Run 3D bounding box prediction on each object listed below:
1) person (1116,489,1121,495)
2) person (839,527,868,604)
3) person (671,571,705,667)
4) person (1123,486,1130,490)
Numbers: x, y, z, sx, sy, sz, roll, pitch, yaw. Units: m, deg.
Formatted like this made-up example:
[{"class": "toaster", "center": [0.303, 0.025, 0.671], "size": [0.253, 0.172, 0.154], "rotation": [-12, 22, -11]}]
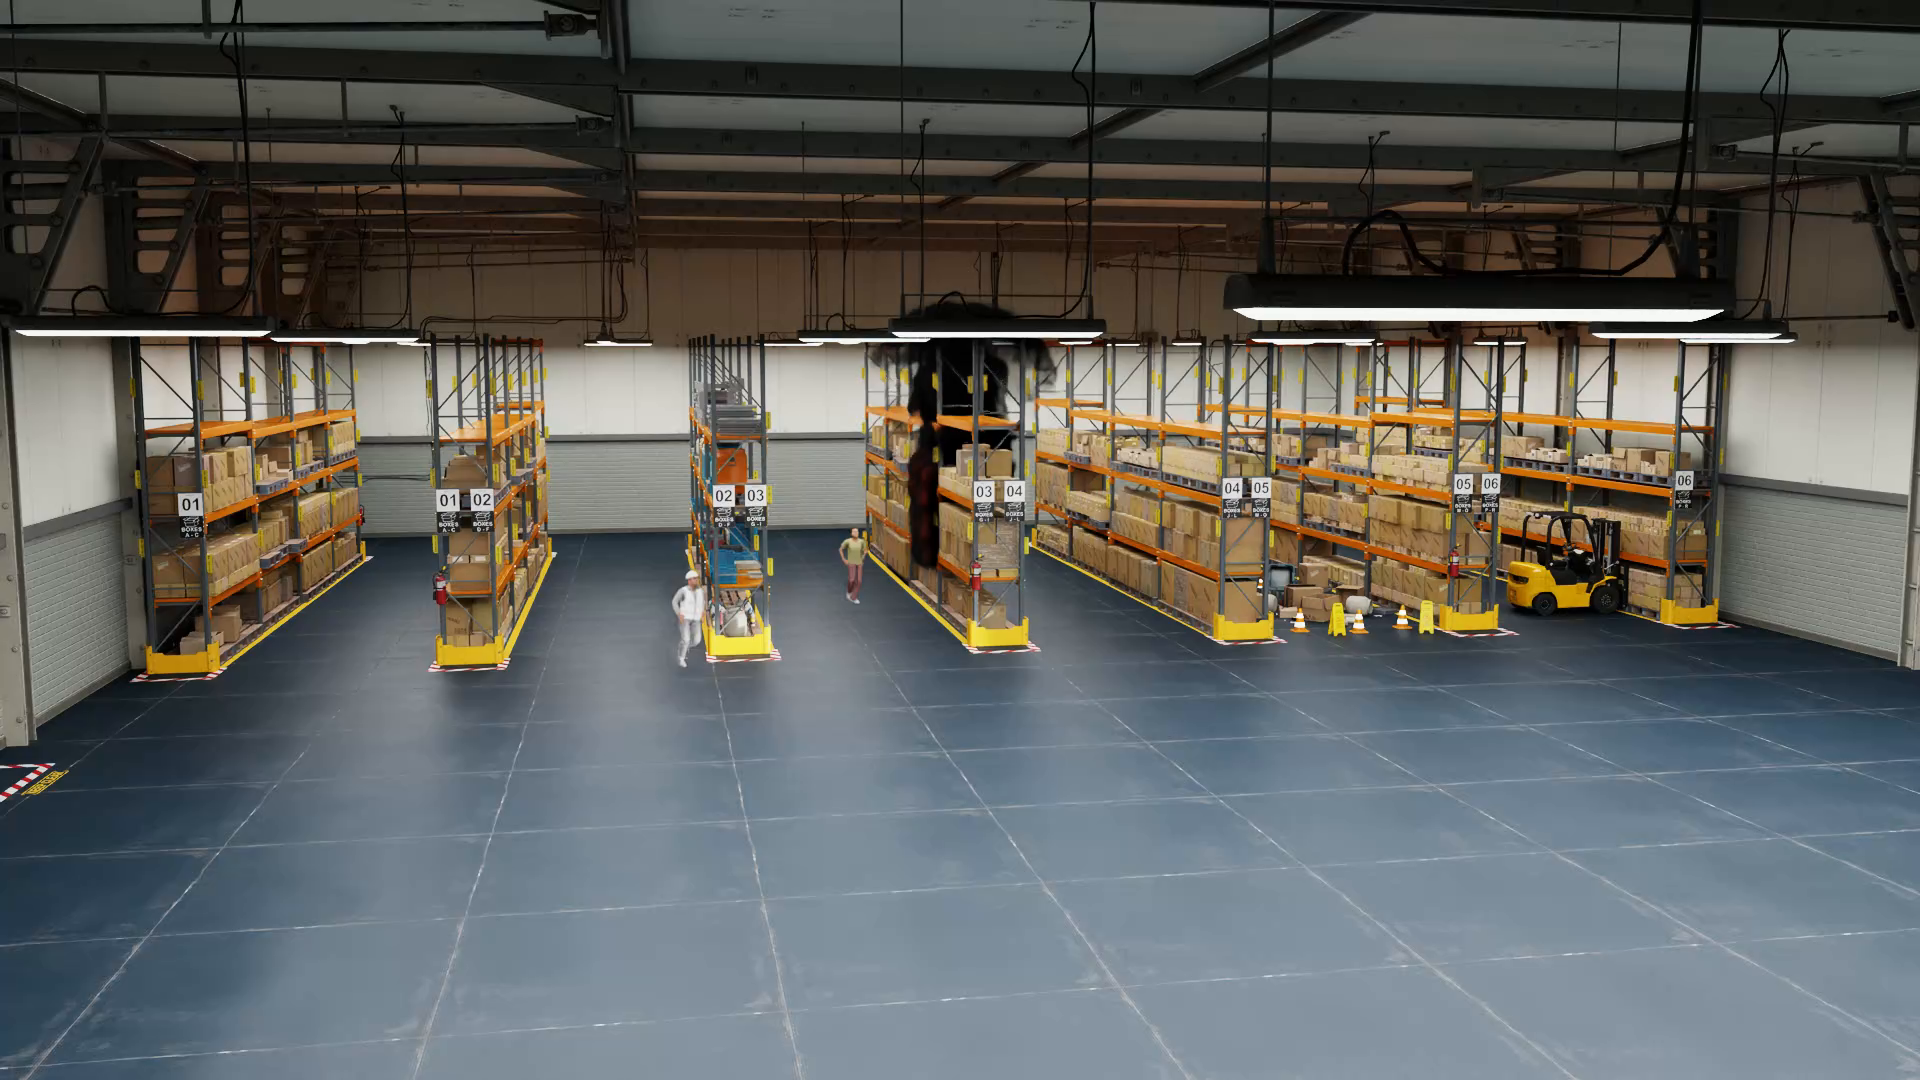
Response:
[{"class": "person", "center": [4.563, -0.601, 47.706], "size": [0.723, 1.739, 0.799], "rotation": [-3, 7, -26]}, {"class": "person", "center": [-2.254, 0.551, 35.675], "size": [0.608, 1.632, 0.507], "rotation": [-2, 7, -17]}, {"class": "person", "center": [-4.919, 1.421, 30.305], "size": [0.704, 1.724, 0.543], "rotation": [-5, 8, -37]}, {"class": "person", "center": [5.064, -0.810, 50.240], "size": [0.730, 1.627, 0.550], "rotation": [-2, 7, -13]}]
